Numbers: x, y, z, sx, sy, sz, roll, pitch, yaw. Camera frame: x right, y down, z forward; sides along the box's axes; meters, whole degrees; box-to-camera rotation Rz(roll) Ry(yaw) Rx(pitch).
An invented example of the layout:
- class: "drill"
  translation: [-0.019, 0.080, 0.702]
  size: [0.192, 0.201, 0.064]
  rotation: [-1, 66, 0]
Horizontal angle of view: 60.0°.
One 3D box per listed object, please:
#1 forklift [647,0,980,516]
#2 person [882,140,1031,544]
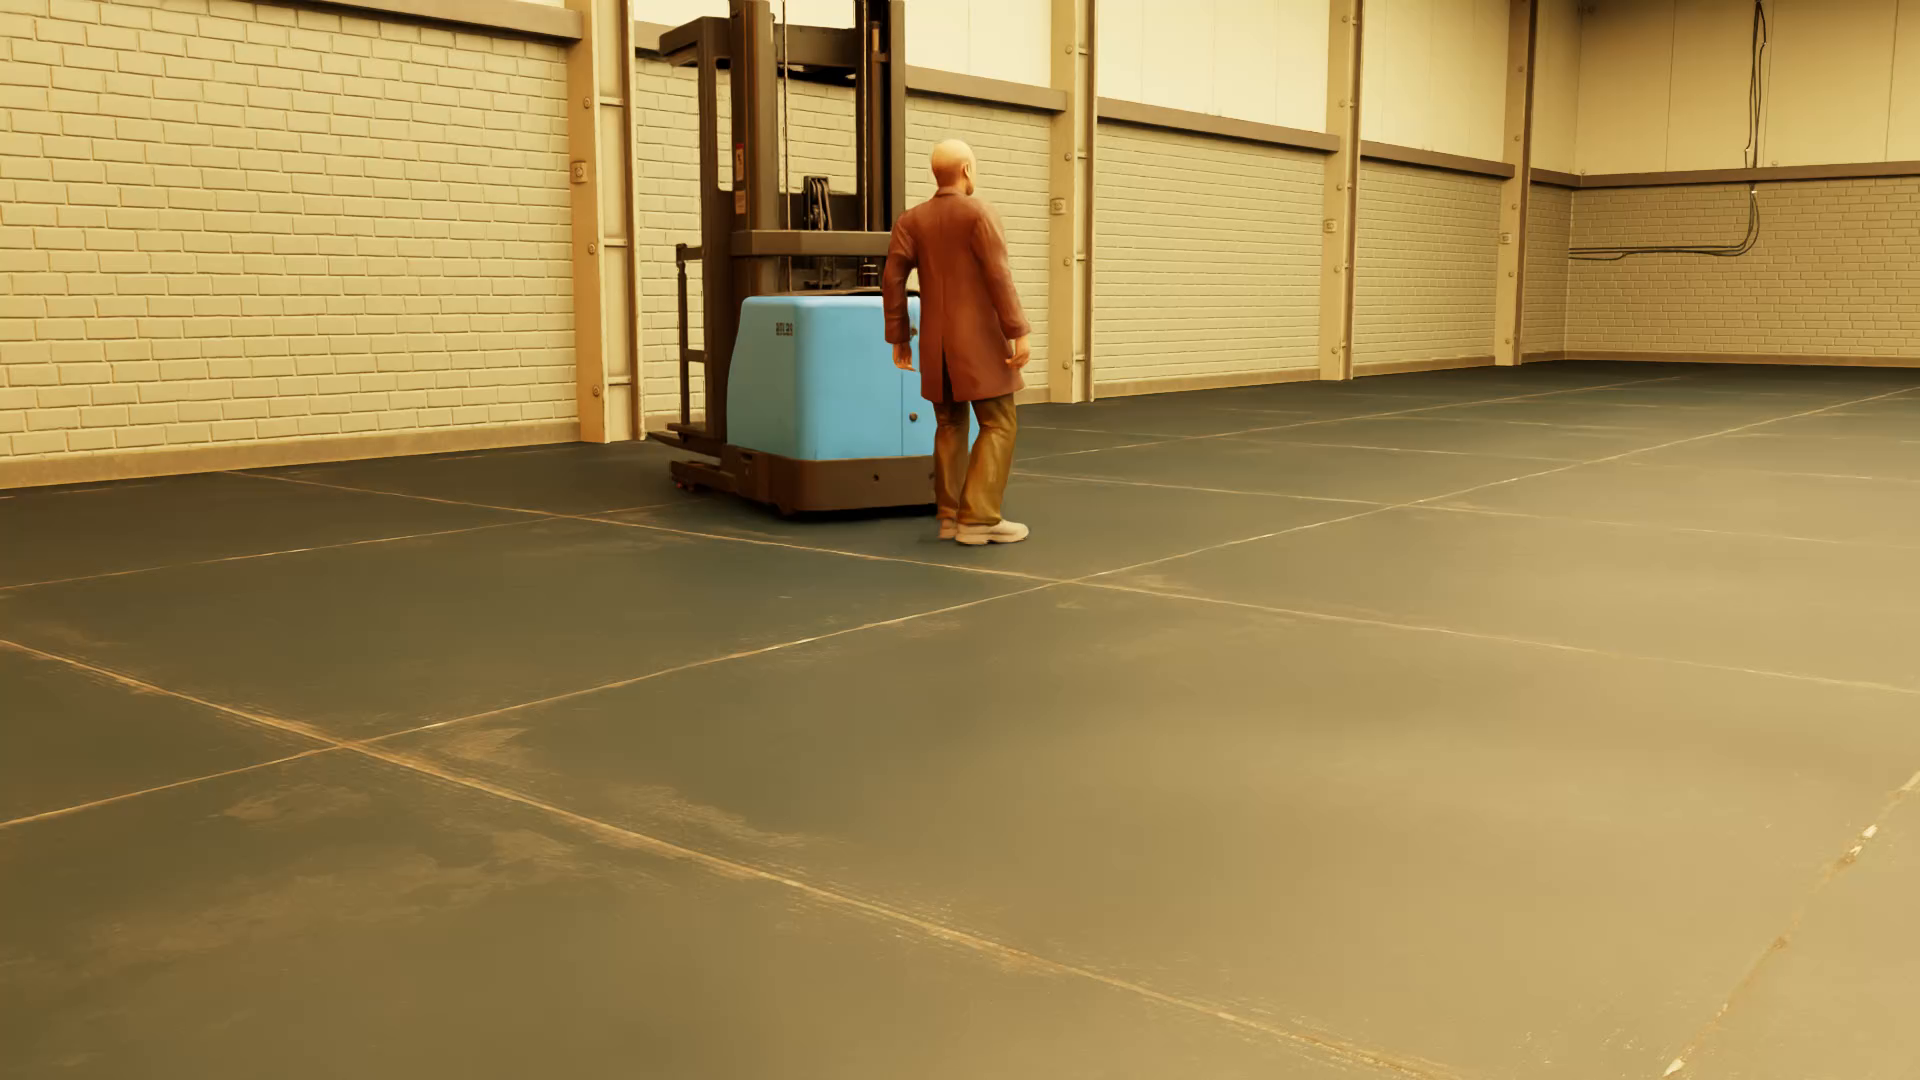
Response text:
- class: "forklift"
  translation: [-0.977, -1.738, 9.162]
  size: [1.130, 2.935, 3.031]
  rotation: [-4, 9, -27]
- class: "person"
  translation: [0.048, -0.879, 7.401]
  size: [0.735, 1.754, 0.517]
  rotation: [6, 10, 34]
